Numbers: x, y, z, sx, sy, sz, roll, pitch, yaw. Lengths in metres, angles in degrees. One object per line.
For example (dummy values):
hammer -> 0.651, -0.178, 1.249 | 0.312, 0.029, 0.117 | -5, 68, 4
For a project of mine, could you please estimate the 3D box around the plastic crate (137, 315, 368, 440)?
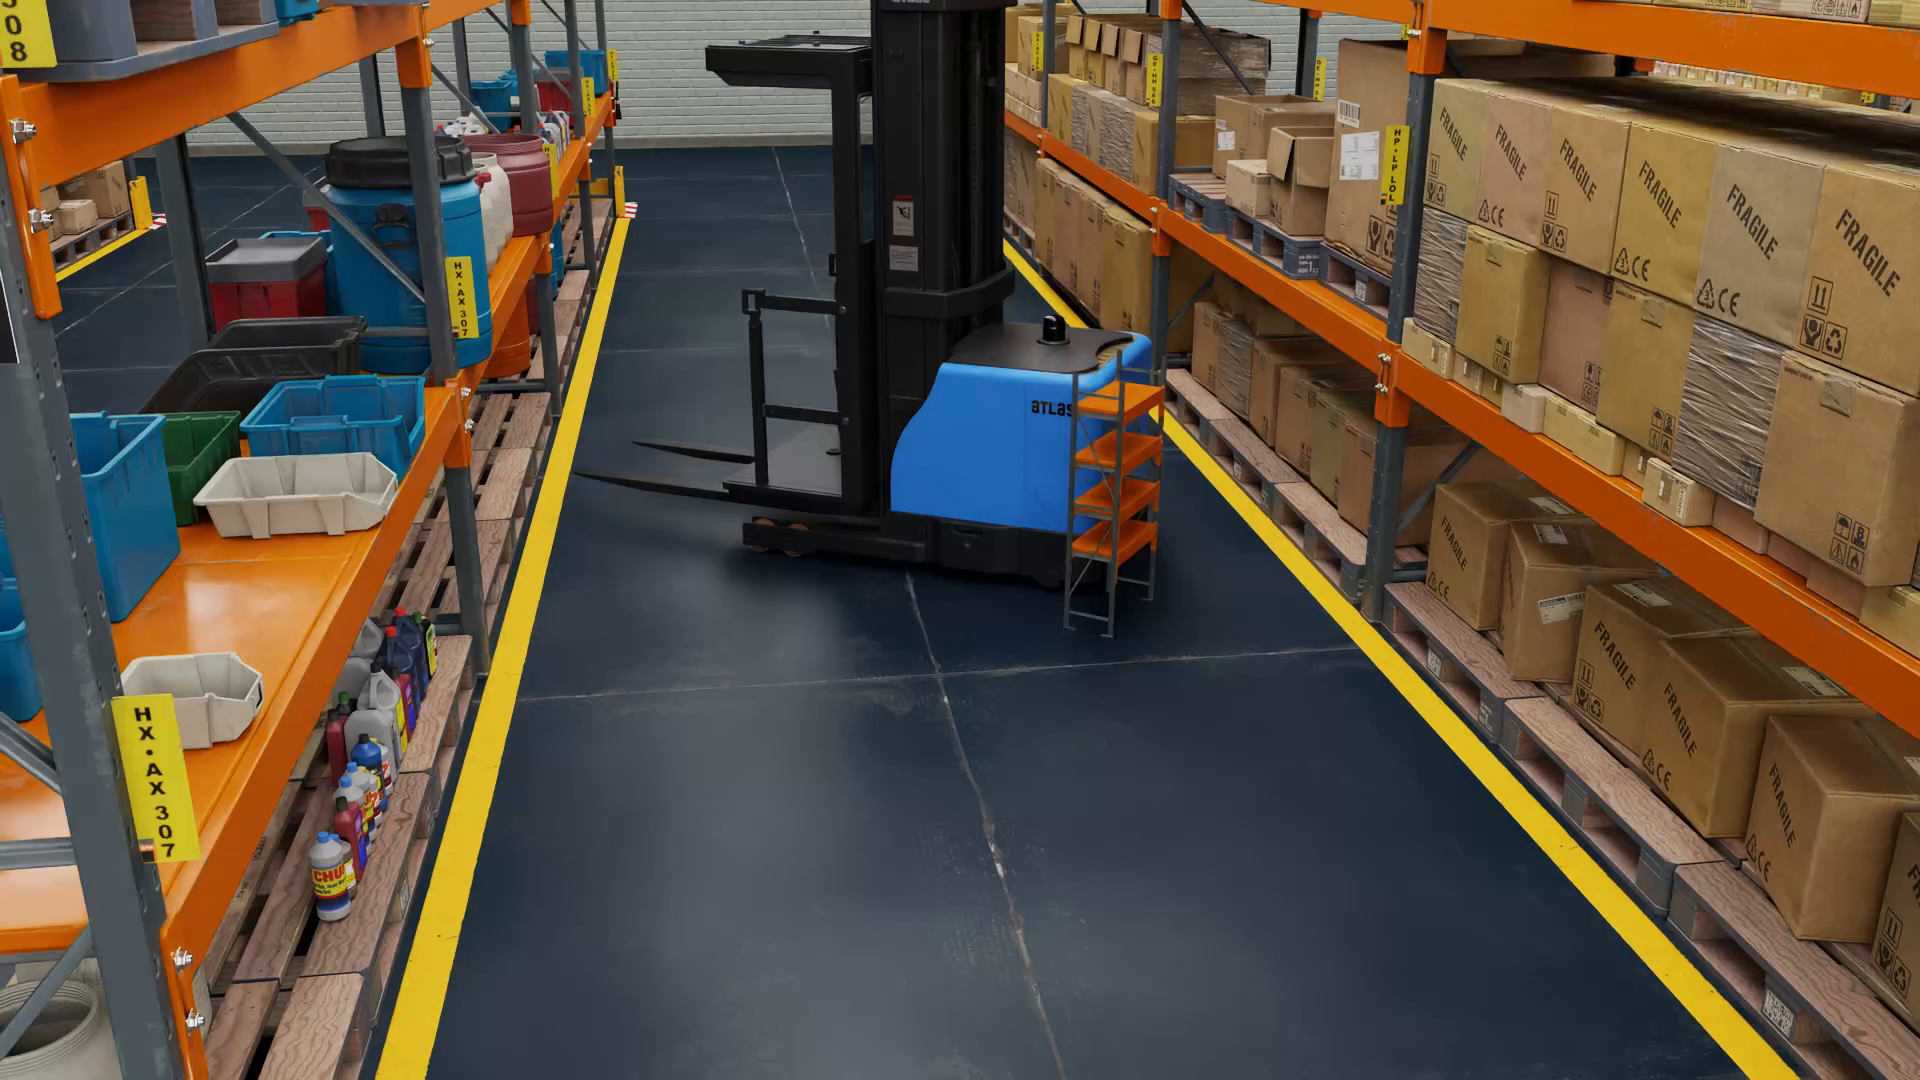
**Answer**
plastic crate -> -2.577, -0.592, 6.104 | 0.767, 0.338, 0.504 | -3, 21, -8

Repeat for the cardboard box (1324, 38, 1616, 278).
cardboard box -> 2.399, -1.819, 7.841 | 1.000, 1.000, 1.000 | -3, 21, -7

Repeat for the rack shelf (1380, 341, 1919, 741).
rack shelf -> 2.663, -0.030, 5.536 | 1.077, 0.370, 4.000 | -3, 21, -8

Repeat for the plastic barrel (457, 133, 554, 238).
plastic barrel -> -2.736, -2.112, 9.891 | 0.600, 0.536, 0.708 | -3, 21, -8

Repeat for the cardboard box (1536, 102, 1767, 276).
cardboard box -> 2.333, -1.199, 5.642 | 0.500, 0.500, 0.500 | -3, 21, -8

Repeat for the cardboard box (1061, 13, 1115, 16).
cardboard box -> 1.263, -4.779, 15.941 | 0.500, 0.500, 0.500 | -4, 21, -9

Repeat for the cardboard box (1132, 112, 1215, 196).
cardboard box -> 1.482, -2.649, 11.379 | 0.500, 0.500, 0.500 | -2, 21, -6

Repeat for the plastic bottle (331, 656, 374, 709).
plastic bottle -> -2.263, 0.552, 6.216 | 0.152, 0.276, 0.135 | -3, 21, -8

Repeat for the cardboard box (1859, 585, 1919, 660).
cardboard box -> 2.584, 0.185, 4.293 | 0.380, 0.149, 0.250 | -3, 21, -8

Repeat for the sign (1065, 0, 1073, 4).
sign -> 1.184, -5.890, 18.205 | 0.100, 0.325, 0.005 | -3, 21, -8

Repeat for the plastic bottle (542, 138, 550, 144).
plastic bottle -> -3.045, -2.782, 12.056 | 0.152, 0.276, 0.135 | -3, 21, -8

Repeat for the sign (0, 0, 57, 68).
sign -> -1.405, -0.860, 2.431 | 0.100, 0.325, 0.005 | -3, 21, -8

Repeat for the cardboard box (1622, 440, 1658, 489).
cardboard box -> 2.419, -0.249, 5.454 | 0.380, 0.149, 0.250 | -3, 21, -8

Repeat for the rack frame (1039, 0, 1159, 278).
rack frame -> 1.222, -3.829, 14.680 | 1.000, 3.000, 0.127 | -3, 21, -8

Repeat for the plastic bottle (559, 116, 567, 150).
plastic bottle -> -3.250, -3.274, 13.373 | 0.152, 0.276, 0.135 | -3, 21, -8

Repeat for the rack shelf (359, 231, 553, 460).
rack shelf -> -2.815, -1.165, 8.575 | 1.077, 0.370, 4.000 | -3, 21, -8

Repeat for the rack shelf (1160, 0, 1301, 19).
rack shelf -> 1.510, -4.205, 12.427 | 1.077, 0.370, 4.000 | -3, 21, -8

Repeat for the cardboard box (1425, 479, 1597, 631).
cardboard box -> 2.393, 0.056, 7.252 | 0.500, 0.500, 0.500 | -4, 21, -9

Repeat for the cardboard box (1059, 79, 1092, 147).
cardboard box -> 1.114, -3.530, 13.737 | 0.500, 0.500, 0.500 | -3, 21, -8

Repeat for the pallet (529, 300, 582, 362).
pallet -> -3.430, -1.580, 12.645 | 1.003, 0.211, 1.213 | -3, 21, -8

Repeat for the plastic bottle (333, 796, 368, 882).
plastic bottle -> -1.917, 0.919, 5.221 | 0.061, 0.283, 0.133 | -3, 21, -7

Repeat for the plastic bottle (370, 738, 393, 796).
plastic bottle -> -2.010, 0.778, 5.716 | 0.097, 0.201, 0.097 | 0, 20, 0

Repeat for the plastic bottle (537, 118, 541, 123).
plastic bottle -> -3.339, -3.183, 13.022 | 0.144, 0.351, 0.185 | -3, 21, -8

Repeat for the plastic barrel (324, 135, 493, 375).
plastic barrel -> -2.282, -1.193, 6.907 | 0.600, 0.901, 0.708 | -3, 21, -8

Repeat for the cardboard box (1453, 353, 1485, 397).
cardboard box -> 2.195, -0.679, 6.607 | 0.380, 0.149, 0.250 | -3, 21, -8

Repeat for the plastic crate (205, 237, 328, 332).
plastic crate -> -2.899, -0.991, 6.992 | 0.402, 0.464, 0.583 | -3, 21, -8

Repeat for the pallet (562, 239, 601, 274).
pallet -> -3.824, -2.525, 15.176 | 1.003, 0.211, 1.213 | -3, 21, -8

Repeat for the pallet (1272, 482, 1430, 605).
pallet -> 2.261, -0.022, 8.474 | 1.003, 0.211, 1.213 | -3, 21, -8

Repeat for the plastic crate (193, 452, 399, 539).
plastic crate -> -2.041, -0.136, 5.171 | 0.530, 0.136, 0.437 | -3, 21, -8

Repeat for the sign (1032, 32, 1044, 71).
sign -> 0.673, -4.243, 14.439 | 0.100, 0.325, 0.005 | -3, 21, -8

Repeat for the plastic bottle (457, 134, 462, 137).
plastic bottle -> -3.662, -2.837, 12.208 | 0.097, 0.271, 0.097 | 0, 20, 0

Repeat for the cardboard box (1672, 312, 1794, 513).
cardboard box -> 2.679, -0.394, 4.917 | 0.875, 0.500, 0.500 | -3, 21, -8

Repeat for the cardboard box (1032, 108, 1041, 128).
cardboard box -> 0.854, -3.800, 14.963 | 0.380, 0.149, 0.250 | -3, 21, -7

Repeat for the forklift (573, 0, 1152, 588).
forklift -> -0.581, -1.452, 8.413 | 3.031, 2.935, 1.130 | 8, 22, 20

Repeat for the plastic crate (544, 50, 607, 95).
plastic crate -> -4.023, -4.902, 17.418 | 0.616, 0.435, 0.499 | -3, 21, -8

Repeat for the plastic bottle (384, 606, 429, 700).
plastic bottle -> -2.148, 0.434, 6.424 | 0.144, 0.351, 0.185 | -3, 21, -9

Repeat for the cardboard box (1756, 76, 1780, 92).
cardboard box -> 6.125, -3.341, 12.283 | 0.380, 0.149, 0.250 | -2, 21, -6

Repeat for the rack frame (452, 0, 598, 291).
rack frame -> -3.679, -3.579, 14.012 | 1.000, 3.000, 0.127 | -3, 21, -8

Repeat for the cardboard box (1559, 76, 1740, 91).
cardboard box -> 2.712, -1.572, 6.640 | 0.500, 0.500, 0.500 | -3, 21, -8

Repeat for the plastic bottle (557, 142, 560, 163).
plastic bottle -> -3.114, -2.979, 12.690 | 0.097, 0.201, 0.097 | 0, 20, 0

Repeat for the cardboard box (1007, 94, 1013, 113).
cardboard box -> 0.668, -4.245, 16.154 | 0.380, 0.149, 0.250 | -3, 21, -9

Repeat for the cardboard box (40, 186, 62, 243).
cardboard box -> -8.857, -3.017, 15.447 | 0.797, 0.503, 0.637 | -3, 21, -8

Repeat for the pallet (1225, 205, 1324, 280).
pallet -> 2.124, -1.671, 9.176 | 1.003, 0.211, 1.213 | -3, 21, -8

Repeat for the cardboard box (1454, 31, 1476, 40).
cardboard box -> 5.520, -5.091, 17.493 | 0.500, 0.500, 0.500 | -3, 21, -7

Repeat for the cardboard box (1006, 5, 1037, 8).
cardboard box -> 0.519, -5.281, 17.287 | 0.500, 0.500, 0.500 | -3, 21, -9

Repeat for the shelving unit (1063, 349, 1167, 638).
shelving unit -> 0.706, -0.215, 7.571 | 0.258, 1.200, 0.503 | 11, 23, 26

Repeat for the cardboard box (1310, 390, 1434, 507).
cardboard box -> 2.258, -0.474, 8.642 | 0.700, 0.500, 0.500 | -3, 21, -8

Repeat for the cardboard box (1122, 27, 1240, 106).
cardboard box -> 1.618, -3.440, 12.064 | 0.797, 0.503, 0.637 | -2, 21, -6

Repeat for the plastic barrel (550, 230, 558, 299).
plastic barrel -> -3.516, -2.358, 13.142 | 0.600, 0.901, 0.708 | -3, 21, -8

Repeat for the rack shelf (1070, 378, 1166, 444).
rack shelf -> 0.710, -0.582, 7.431 | 0.258, 0.148, 0.480 | 11, 23, 26

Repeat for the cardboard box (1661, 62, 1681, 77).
cardboard box -> 5.934, -3.795, 13.497 | 0.380, 0.149, 0.250 | -2, 21, -6

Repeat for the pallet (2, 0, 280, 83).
pallet -> -1.972, -1.032, 3.176 | 1.003, 0.211, 1.213 | -3, 21, -8

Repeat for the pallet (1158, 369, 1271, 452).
pallet -> 1.910, -0.867, 10.736 | 1.003, 0.211, 1.213 | -3, 21, -8

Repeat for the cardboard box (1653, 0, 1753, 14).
cardboard box -> 2.413, -1.688, 4.875 | 0.500, 0.250, 0.500 | -3, 21, -9

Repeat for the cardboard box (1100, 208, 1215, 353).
cardboard box -> 1.720, -1.885, 11.913 | 1.225, 0.875, 0.875 | -4, 21, -10

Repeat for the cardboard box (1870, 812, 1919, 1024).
cardboard box -> 2.878, 1.083, 4.501 | 0.500, 0.500, 0.500 | 1, 20, 2

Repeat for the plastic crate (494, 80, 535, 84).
plastic crate -> -4.356, -4.356, 16.245 | 0.416, 0.233, 0.300 | -3, 21, -8
